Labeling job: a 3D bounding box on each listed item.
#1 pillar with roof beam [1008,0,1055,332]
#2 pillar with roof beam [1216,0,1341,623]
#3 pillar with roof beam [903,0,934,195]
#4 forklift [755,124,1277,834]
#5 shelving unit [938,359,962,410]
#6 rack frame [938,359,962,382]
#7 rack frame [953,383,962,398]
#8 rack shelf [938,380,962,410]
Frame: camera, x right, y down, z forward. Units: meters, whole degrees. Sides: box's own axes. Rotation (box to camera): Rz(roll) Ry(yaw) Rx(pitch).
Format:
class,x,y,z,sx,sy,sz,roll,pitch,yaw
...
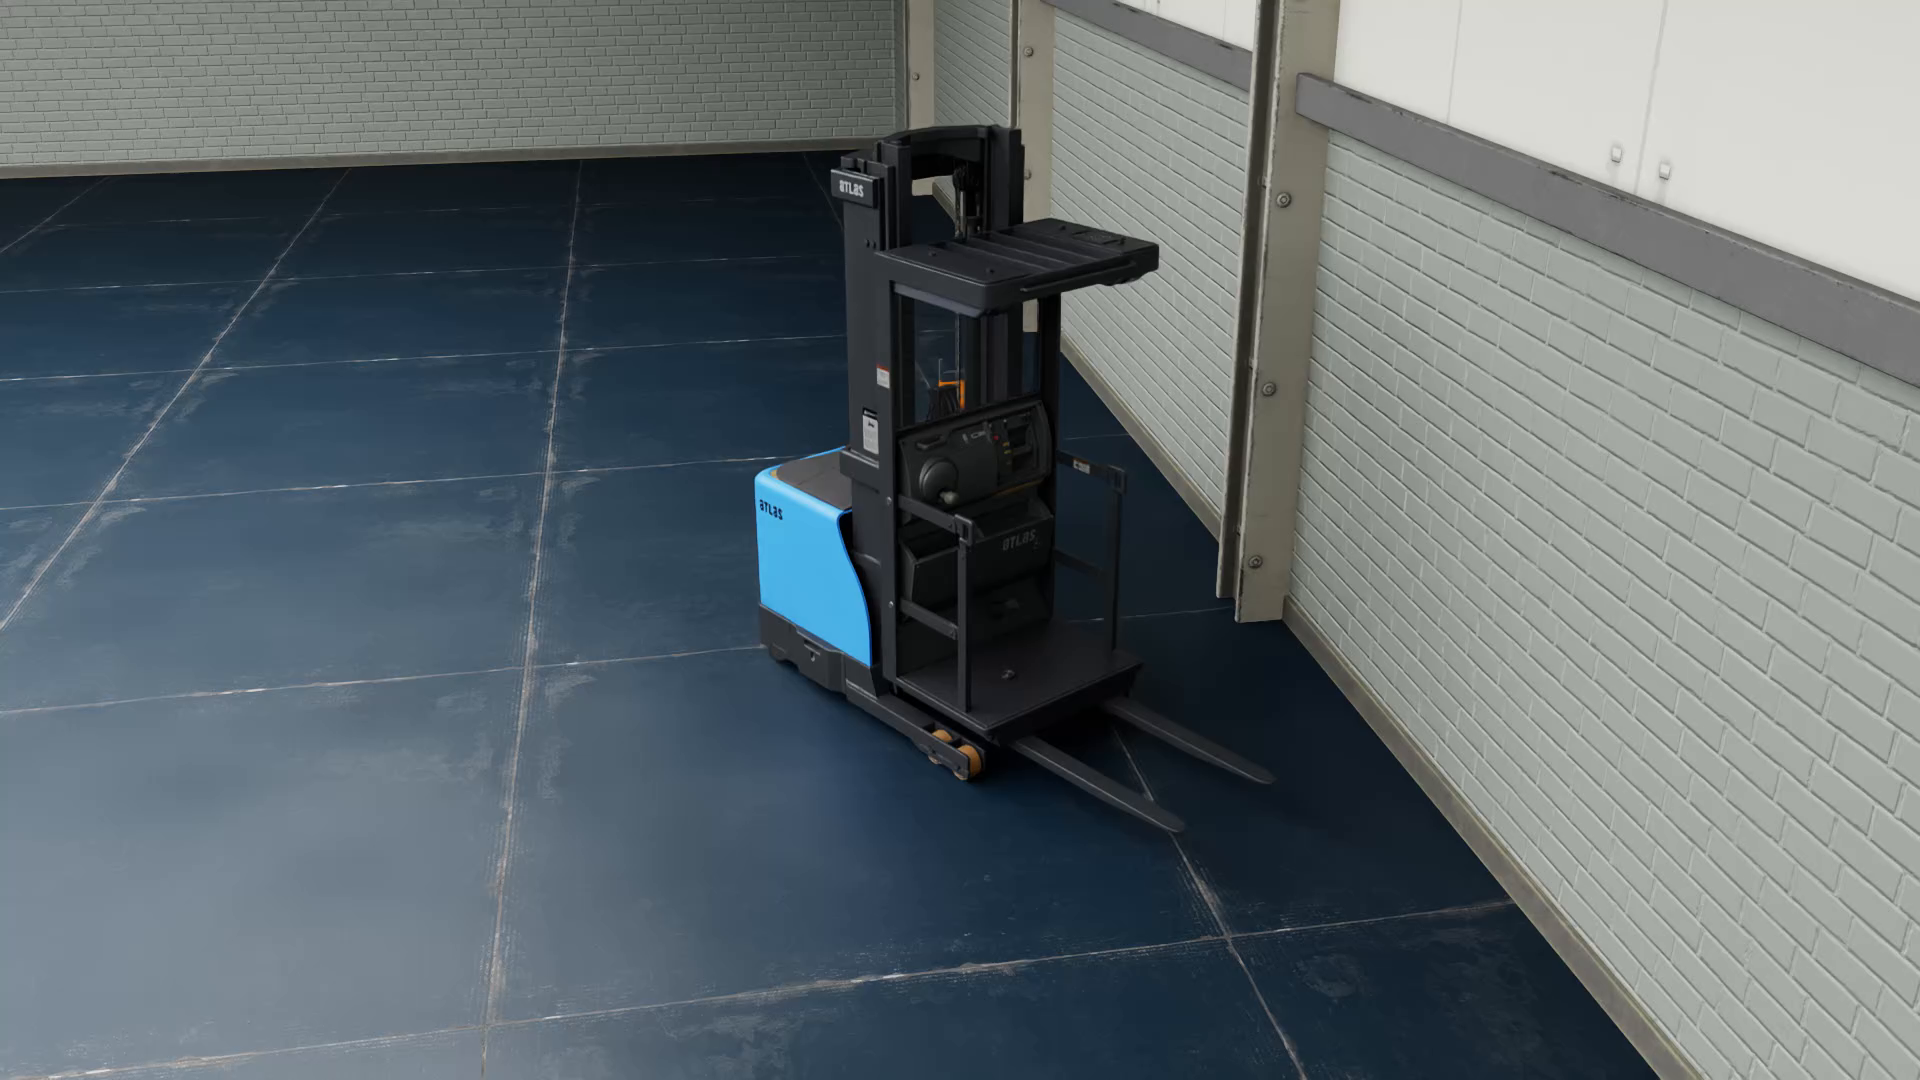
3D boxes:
class,x,y,z,sx,sy,sz,roll,pitch,yaw
pillar with roof beam,-3.615,-5.774,12.726,9.100,9.000,0.400,-4,24,-10
pillar with roof beam,-2.506,-3.414,7.323,9.100,9.000,0.400,-4,24,-10
pillar with roof beam,-4.725,-8.134,18.130,9.100,9.000,0.400,-4,24,-10
forklift,0.223,-0.406,8.017,1.130,2.935,3.031,-19,30,-37
shelving unit,0.031,-0.485,10.361,0.258,1.200,0.503,-4,24,-10
rack frame,-0.015,-0.581,10.581,0.240,1.200,0.015,-4,24,-10
rack frame,0.076,-0.389,10.141,0.240,1.200,0.015,-4,24,-10
rack shelf,0.031,-0.845,10.204,0.258,0.148,0.480,-4,24,-10
